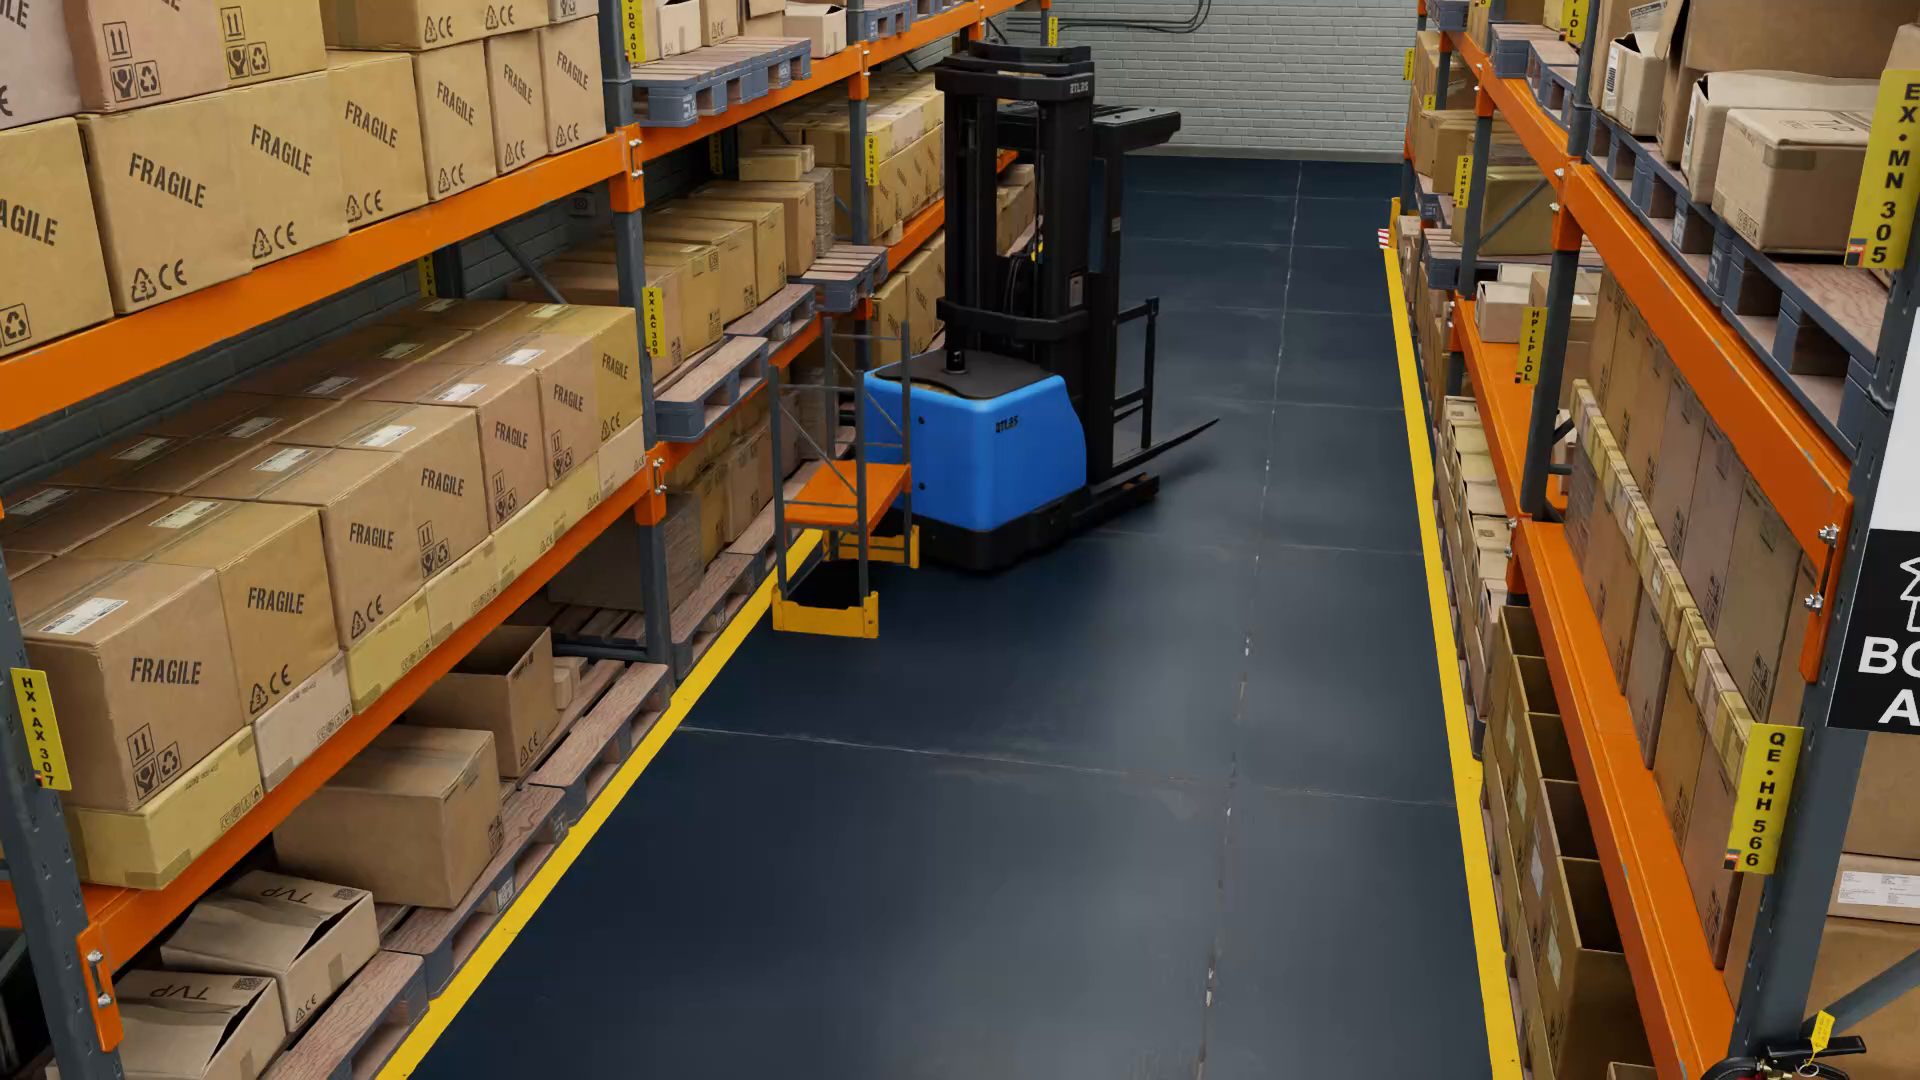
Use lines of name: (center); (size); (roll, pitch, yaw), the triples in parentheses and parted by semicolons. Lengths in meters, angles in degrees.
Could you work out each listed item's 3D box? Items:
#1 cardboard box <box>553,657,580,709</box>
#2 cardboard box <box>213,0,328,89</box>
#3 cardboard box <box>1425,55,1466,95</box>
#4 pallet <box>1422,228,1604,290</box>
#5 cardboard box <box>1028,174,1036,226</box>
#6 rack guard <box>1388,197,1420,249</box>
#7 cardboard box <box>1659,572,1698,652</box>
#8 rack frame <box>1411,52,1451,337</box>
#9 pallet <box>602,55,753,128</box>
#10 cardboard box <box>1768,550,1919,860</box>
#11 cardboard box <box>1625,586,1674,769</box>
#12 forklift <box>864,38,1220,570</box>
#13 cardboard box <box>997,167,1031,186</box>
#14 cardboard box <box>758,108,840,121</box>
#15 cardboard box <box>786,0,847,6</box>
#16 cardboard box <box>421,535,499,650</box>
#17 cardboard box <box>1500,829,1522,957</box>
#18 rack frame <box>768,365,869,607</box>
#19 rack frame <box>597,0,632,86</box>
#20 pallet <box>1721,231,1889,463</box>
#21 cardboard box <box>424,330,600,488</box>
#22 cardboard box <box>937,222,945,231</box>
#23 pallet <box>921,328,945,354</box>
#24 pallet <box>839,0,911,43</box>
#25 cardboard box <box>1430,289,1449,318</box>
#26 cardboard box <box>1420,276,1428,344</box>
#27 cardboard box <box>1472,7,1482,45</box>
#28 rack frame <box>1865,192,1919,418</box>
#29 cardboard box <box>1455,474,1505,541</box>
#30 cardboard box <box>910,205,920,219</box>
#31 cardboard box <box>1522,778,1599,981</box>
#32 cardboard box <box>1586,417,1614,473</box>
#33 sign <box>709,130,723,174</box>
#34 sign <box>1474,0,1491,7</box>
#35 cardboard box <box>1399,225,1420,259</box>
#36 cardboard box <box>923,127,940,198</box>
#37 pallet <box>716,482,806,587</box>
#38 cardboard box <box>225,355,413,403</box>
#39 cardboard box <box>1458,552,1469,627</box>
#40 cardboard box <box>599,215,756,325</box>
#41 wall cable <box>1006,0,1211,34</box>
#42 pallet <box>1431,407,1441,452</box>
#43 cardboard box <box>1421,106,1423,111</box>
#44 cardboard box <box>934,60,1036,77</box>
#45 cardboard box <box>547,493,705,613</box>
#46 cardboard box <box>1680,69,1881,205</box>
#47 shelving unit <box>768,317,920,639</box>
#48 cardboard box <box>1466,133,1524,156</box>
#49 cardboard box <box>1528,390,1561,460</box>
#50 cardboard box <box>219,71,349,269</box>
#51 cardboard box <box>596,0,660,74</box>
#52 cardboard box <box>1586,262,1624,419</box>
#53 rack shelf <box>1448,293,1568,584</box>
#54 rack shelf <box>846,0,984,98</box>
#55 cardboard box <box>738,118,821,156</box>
cardboard box: (-2.027, 0.666, 7.887); (0.380, 0.166, 0.250); (2, 22, 4)
cardboard box: (-2.202, -1.580, 4.747); (0.500, 0.500, 0.500); (5, 22, 12)
cardboard box: (4.487, -4.094, 15.031); (0.500, 0.500, 0.500); (4, 22, 10)
pallet: (3.788, -1.893, 11.295); (1.213, 0.211, 1.003); (4, 22, 11)
cardboard box: (0.456, -3.802, 18.563); (0.700, 0.500, 0.500); (4, 22, 11)
rack guard: (5.336, -3.467, 18.293); (1.175, 0.500, 0.348); (4, 22, 11)
cardboard box: (2.241, 0.222, 4.784); (0.380, 0.149, 0.250); (5, 22, 12)
rack frame: (4.535, -3.191, 14.262); (1.000, 3.000, 0.127); (4, 22, 11)
pallet: (-1.717, -2.164, 7.947); (1.213, 0.211, 1.003); (4, 22, 11)
cardboard box: (2.205, 0.360, 3.574); (0.700, 0.500, 0.500); (5, 22, 11)
cardboard box: (2.507, 0.415, 5.174); (0.700, 0.500, 0.500); (5, 23, 13)
forklift: (0.666, -1.668, 10.571); (1.130, 2.935, 3.031); (16, 27, 35)
cardboard box: (0.557, -3.949, 18.058); (0.380, 0.149, 0.250); (5, 22, 12)
cardboard box: (-1.183, -3.021, 12.277); (0.500, 0.250, 0.500); (4, 22, 9)
cardboard box: (-1.090, -3.925, 11.346); (0.700, 0.500, 0.500); (3, 22, 7)
cardboard box: (-2.046, 0.166, 6.101); (0.500, 0.250, 0.500); (5, 22, 11)
cardboard box: (2.297, 1.327, 6.163); (0.500, 0.250, 0.500); (4, 22, 11)
rack frame: (-0.740, -0.185, 8.806); (0.500, 1.500, 0.032); (4, 22, 11)
rack frame: (-1.948, -3.425, 6.811); (1.000, 3.000, 0.127); (4, 22, 11)
pallet: (2.256, -0.410, 3.459); (1.003, 0.211, 1.213); (4, 22, 11)
cardboard box: (-1.838, -0.550, 6.874); (0.500, 0.500, 0.500); (4, 22, 11)
cardboard box: (-0.320, -2.518, 14.905); (0.750, 0.750, 0.750); (5, 22, 12)
pallet: (-0.646, -1.539, 13.891); (1.003, 0.211, 1.213); (4, 22, 11)
pallet: (-1.052, -3.648, 11.634); (1.213, 0.211, 1.003); (6, 23, 13)
cardboard box: (3.892, -1.876, 12.750); (0.500, 0.250, 0.500); (4, 22, 10)
cardboard box: (4.100, -1.882, 13.767); (0.500, 0.500, 0.500); (5, 22, 12)
cardboard box: (3.879, -3.515, 10.916); (0.910, 0.500, 0.500); (4, 22, 11)
rack frame: (2.086, -1.585, 2.244); (1.000, 3.000, 0.127); (4, 22, 11)
cardboard box: (3.015, -0.172, 9.132); (0.500, 0.311, 0.500); (4, 22, 10)
cardboard box: (-0.535, -2.662, 13.257); (0.380, 0.149, 0.250); (5, 22, 11)
cardboard box: (2.198, 1.162, 5.568); (0.500, 0.500, 0.500); (4, 22, 11)
cardboard box: (2.556, -0.343, 6.188); (0.380, 0.149, 0.250); (4, 22, 10)
sign: (-1.675, -2.683, 11.450); (0.100, 0.325, 0.005); (4, 22, 11)
sign: (3.188, -3.402, 10.077); (0.100, 0.325, 0.005); (4, 22, 11)
cardboard box: (4.759, -3.040, 16.978); (0.500, 0.250, 0.500); (4, 22, 11)
cardboard box: (-0.465, -3.020, 13.277); (0.500, 0.500, 0.500); (5, 22, 12)
pallet: (-1.543, -0.081, 10.271); (1.003, 0.211, 1.213); (4, 22, 11)
cardboard box: (-2.464, -0.403, 6.508); (0.500, 0.500, 0.500); (5, 22, 12)
cardboard box: (2.912, 0.269, 8.788); (0.500, 0.250, 0.500); (5, 22, 12)
cardboard box: (-1.585, -1.523, 9.397); (0.700, 0.500, 0.500); (8, 23, 18)
wall cable: (2.005, -8.414, 23.357); (3.097, 2.526, 0.112); (4, 22, 11)
pallet: (3.908, -0.705, 11.822); (1.003, 0.211, 1.213); (4, 22, 11)
cardboard box: (4.592, -3.817, 15.681); (0.500, 0.500, 0.500); (5, 22, 12)
cardboard box: (0.269, -4.715, 17.645); (0.980, 0.700, 0.700); (4, 22, 10)
cardboard box: (-1.814, 0.043, 8.988); (0.700, 0.500, 0.500); (5, 23, 13)
cardboard box: (2.177, -1.057, 4.317); (0.500, 0.311, 0.500); (7, 23, 17)
shelving unit: (-0.635, -0.375, 9.276); (0.587, 1.500, 1.083); (4, 22, 11)
cardboard box: (4.235, -2.782, 12.549); (0.700, 0.500, 0.500); (-1, 22, -3)
cardboard box: (2.902, -0.539, 7.856); (0.396, 0.266, 0.258); (4, 22, 10)
cardboard box: (-2.204, -1.113, 4.926); (0.500, 0.500, 0.500); (6, 23, 13)
cardboard box: (-1.758, -2.468, 7.756); (0.500, 0.500, 0.500); (8, 23, 19)
cardboard box: (2.818, -0.751, 6.332); (0.700, 0.500, 0.500); (5, 22, 11)
rack shelf: (3.311, -0.663, 8.948); (1.077, 0.370, 4.000); (4, 22, 11)
rack shelf: (-0.723, -3.894, 12.954); (1.077, 0.370, 4.000); (4, 22, 11)
cardboard box: (-1.293, -2.832, 11.807); (0.500, 0.250, 0.500); (5, 22, 12)
